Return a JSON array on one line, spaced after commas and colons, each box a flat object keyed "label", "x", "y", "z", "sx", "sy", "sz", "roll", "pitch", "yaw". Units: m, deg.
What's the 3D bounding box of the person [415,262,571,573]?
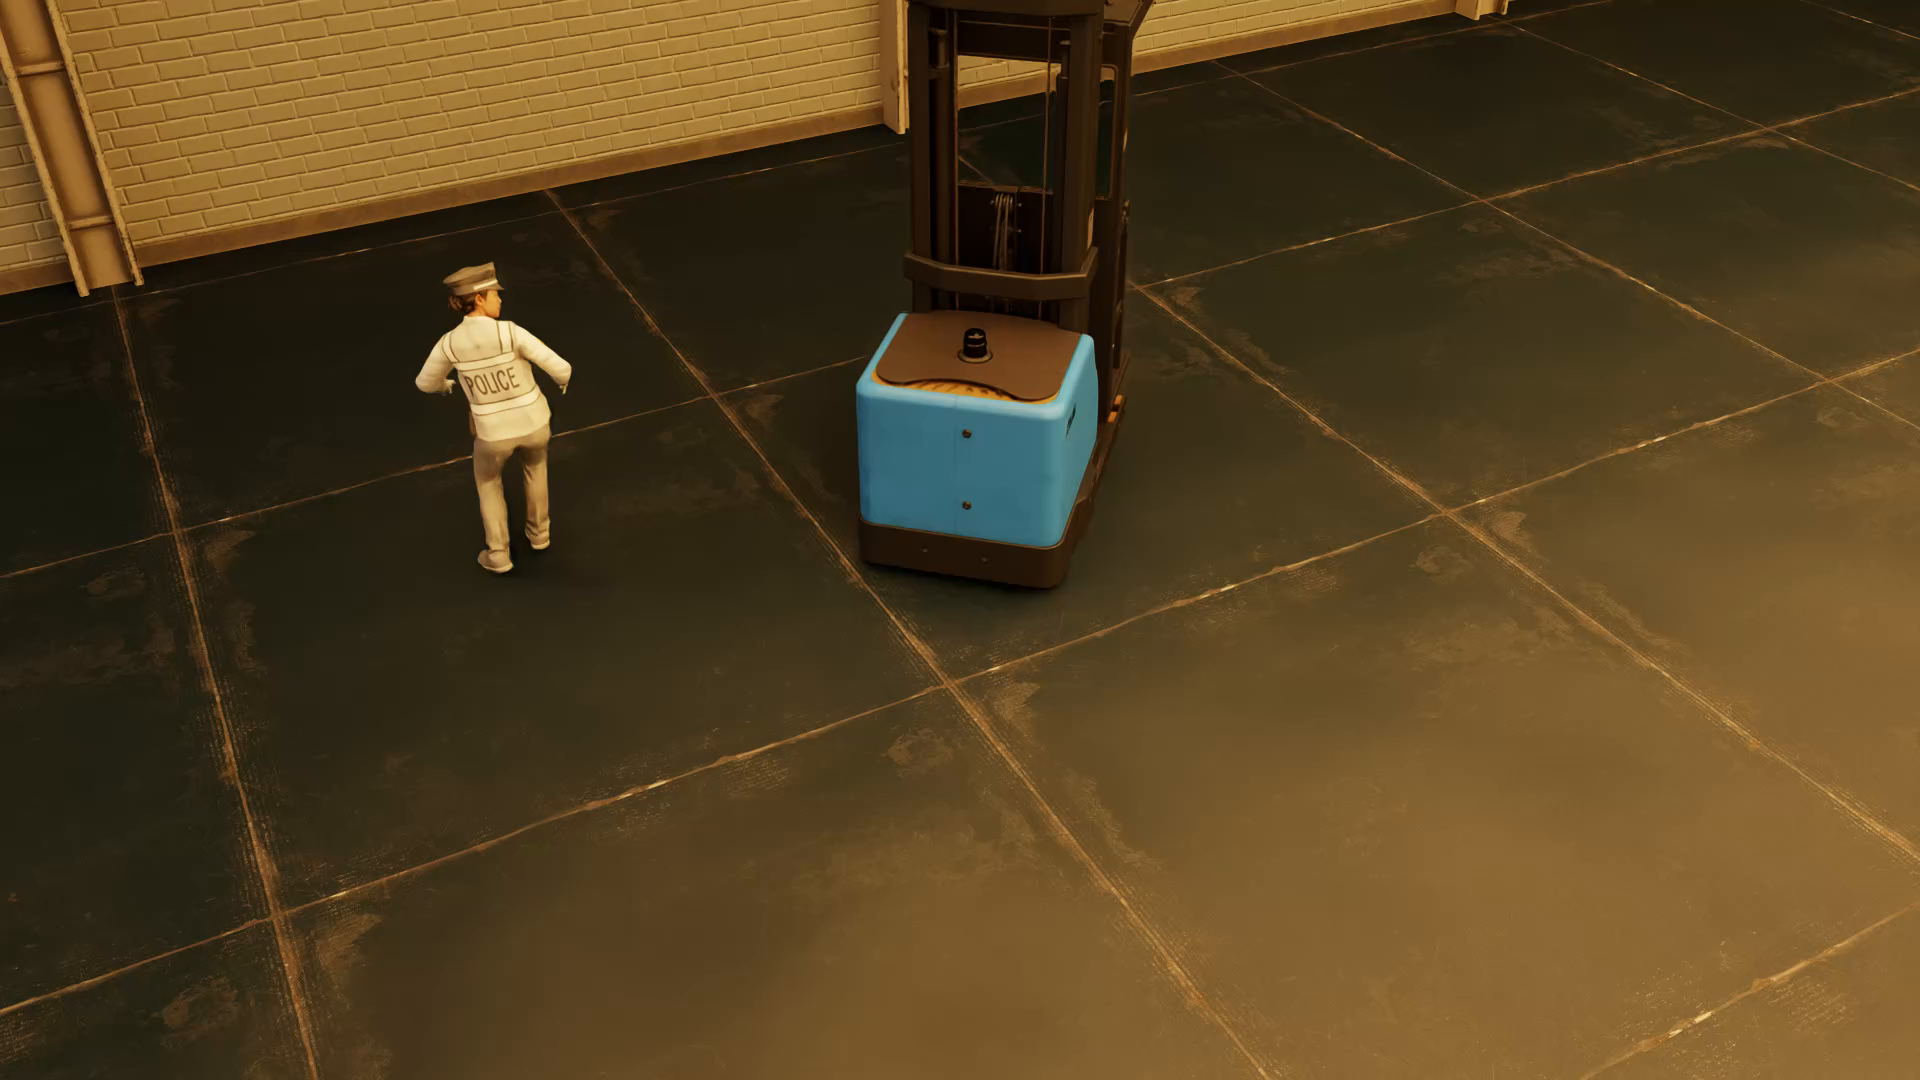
[{"label": "person", "x": -2.255, "y": -0.611, "z": 8.167, "sx": 0.729, "sy": 1.628, "sz": 0.624, "roll": -9, "pitch": 36, "yaw": -13}]

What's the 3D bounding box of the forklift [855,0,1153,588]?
[{"label": "forklift", "x": 0.345, "y": -1.808, "z": 8.681, "sx": 1.130, "sy": 2.935, "sz": 3.031, "roll": 8, "pitch": 36, "yaw": 12}]
